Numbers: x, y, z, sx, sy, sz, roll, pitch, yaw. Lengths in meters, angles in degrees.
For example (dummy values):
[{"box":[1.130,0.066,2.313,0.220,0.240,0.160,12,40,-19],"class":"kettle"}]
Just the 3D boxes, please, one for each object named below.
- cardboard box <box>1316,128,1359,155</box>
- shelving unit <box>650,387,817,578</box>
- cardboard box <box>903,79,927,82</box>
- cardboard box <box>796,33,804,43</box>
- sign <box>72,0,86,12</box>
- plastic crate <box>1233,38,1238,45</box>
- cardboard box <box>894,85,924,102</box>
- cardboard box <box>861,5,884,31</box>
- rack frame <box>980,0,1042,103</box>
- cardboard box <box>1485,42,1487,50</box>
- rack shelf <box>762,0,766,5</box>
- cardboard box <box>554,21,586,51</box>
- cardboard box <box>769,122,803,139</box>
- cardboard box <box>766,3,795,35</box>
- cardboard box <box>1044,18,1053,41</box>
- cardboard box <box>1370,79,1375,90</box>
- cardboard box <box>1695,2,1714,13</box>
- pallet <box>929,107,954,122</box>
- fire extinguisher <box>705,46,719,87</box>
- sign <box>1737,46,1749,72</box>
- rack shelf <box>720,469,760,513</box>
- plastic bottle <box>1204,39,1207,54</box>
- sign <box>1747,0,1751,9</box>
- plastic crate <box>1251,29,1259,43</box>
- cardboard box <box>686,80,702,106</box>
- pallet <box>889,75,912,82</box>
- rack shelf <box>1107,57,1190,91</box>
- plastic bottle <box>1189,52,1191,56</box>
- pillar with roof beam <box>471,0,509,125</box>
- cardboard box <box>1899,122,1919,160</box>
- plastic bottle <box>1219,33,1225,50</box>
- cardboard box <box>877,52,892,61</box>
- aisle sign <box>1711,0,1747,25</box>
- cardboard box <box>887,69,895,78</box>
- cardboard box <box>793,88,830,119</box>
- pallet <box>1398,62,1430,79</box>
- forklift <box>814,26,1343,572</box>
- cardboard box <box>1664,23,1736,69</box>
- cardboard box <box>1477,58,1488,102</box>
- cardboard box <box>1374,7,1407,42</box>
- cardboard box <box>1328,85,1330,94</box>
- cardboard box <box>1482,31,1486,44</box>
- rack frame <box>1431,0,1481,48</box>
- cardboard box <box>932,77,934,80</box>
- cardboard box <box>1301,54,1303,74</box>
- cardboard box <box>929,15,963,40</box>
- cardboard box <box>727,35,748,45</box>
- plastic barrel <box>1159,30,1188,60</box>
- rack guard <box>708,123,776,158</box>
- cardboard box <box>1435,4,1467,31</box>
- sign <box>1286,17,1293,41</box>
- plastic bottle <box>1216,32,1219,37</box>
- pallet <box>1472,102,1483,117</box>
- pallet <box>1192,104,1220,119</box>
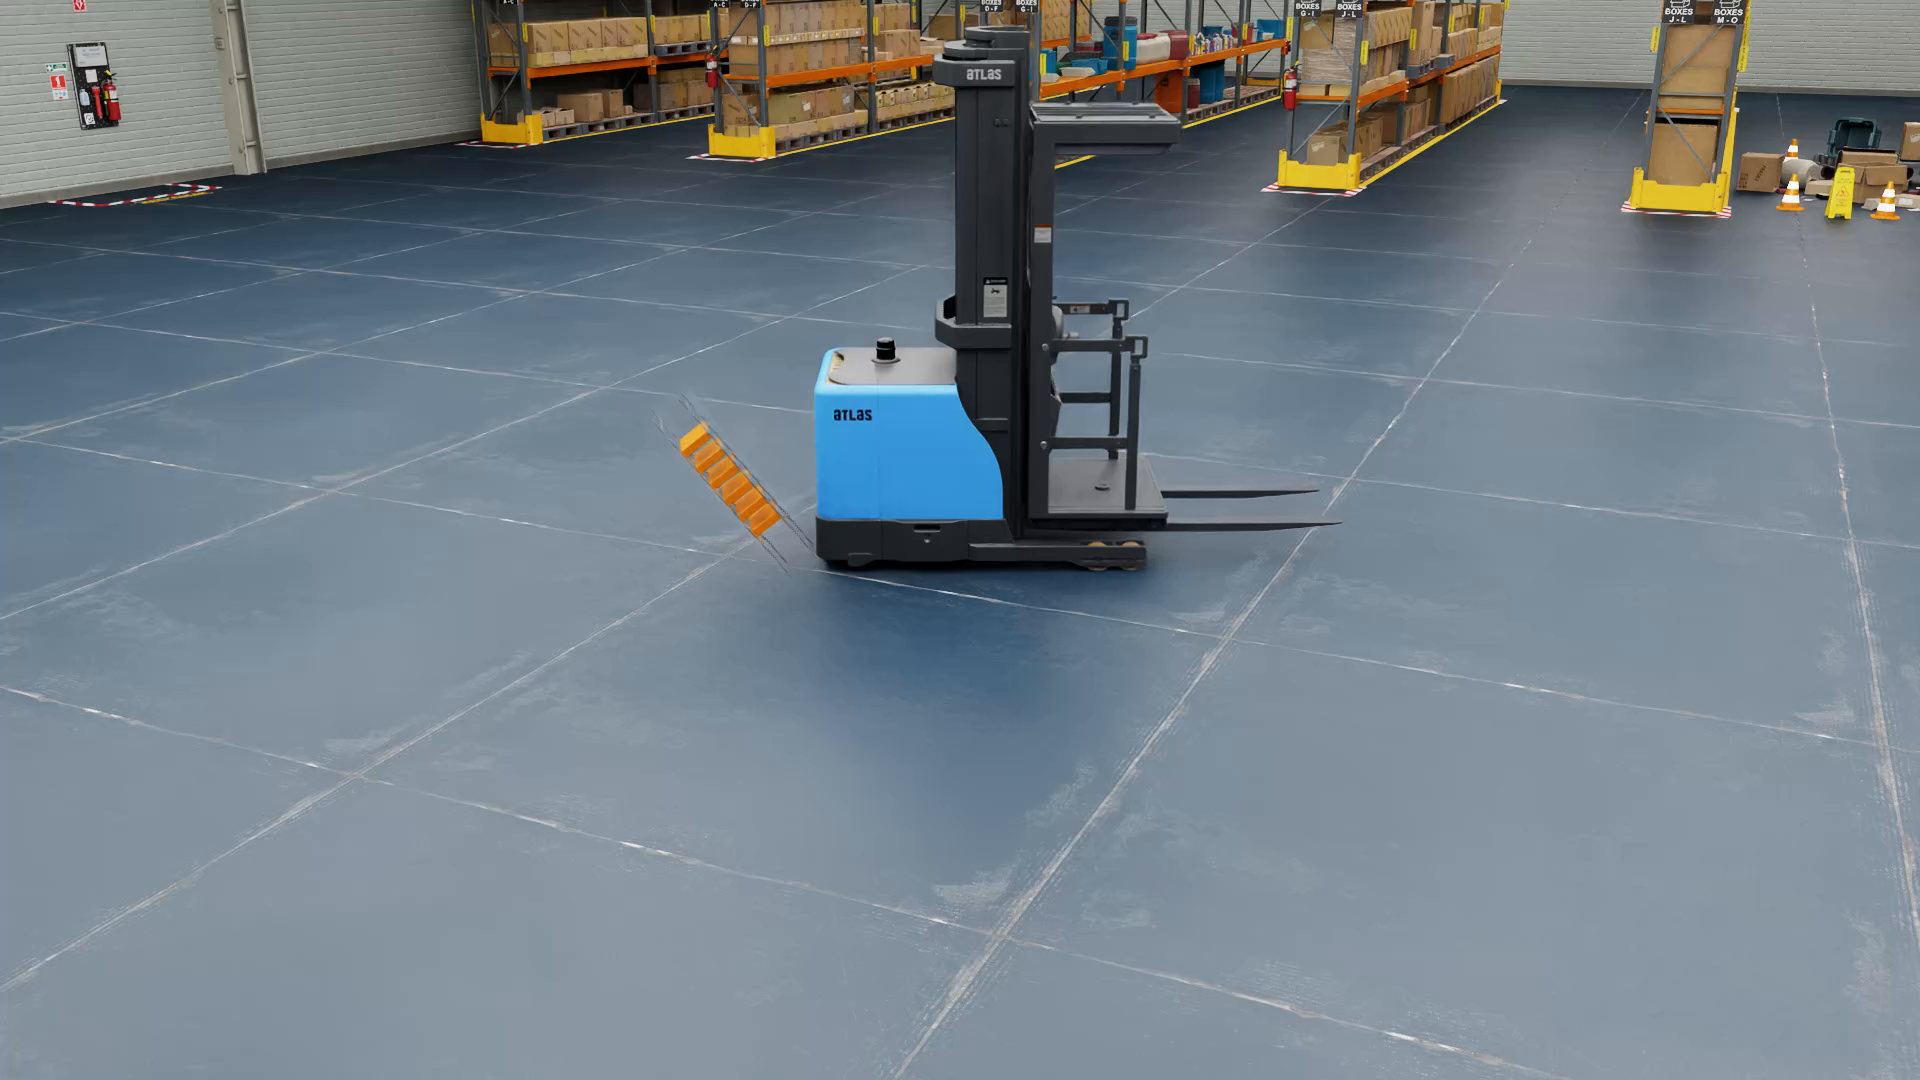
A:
[{"box":[5.794,-6.066,25.654,0.500,0.500,0.500,15,25,37],"class":"cardboard box"},{"box":[-1.250,-0.311,9.236,0.189,1.200,0.258,-38,22,3],"class":"shelving unit"},{"box":[-0.933,-9.523,34.910,0.500,0.311,0.500,9,22,25],"class":"cardboard box"},{"box":[-2.948,-8.790,29.090,0.380,0.149,0.250,8,21,21],"class":"cardboard box"},{"box":[-12.348,-7.561,23.293,0.001,0.298,0.199,9,21,23],"class":"sign"},{"box":[6.026,-11.045,36.853,0.396,0.136,0.243,9,21,23],"class":"plastic crate"},{"box":[-1.064,-8.982,33.389,0.500,0.311,0.500,9,22,24],"class":"cardboard box"},{"box":[-2.504,-13.129,41.961,0.980,0.700,0.700,7,21,20],"class":"cardboard box"},{"box":[0.791,-7.350,26.159,1.000,3.000,0.127,9,21,23],"class":"rack frame"},{"box":[11.073,-10.585,35.630,0.380,0.149,0.250,8,21,22],"class":"cardboard box"},{"box":[-2.908,-9.716,29.411,1.077,0.370,4.000,9,21,23],"class":"rack shelf"},{"box":[-7.349,-9.413,31.035,0.500,0.500,0.500,8,21,21],"class":"cardboard box"},{"box":[-3.103,-7.220,29.270,0.500,0.250,0.500,9,21,23],"class":"cardboard box"},{"box":[-3.292,-9.008,28.735,0.700,0.500,0.500,8,21,21],"class":"cardboard box"},{"box":[1.851,-12.022,39.146,0.500,0.500,0.500,9,21,24],"class":"cardboard box"},{"box":[6.149,-6.989,25.520,0.380,0.149,0.250,9,21,23],"class":"cardboard box"},{"box":[14.653,-10.466,32.837,0.500,0.500,0.500,8,21,21],"class":"cardboard box"},{"box":[-0.824,-8.916,34.725,1.003,0.211,1.213,9,21,23],"class":"pallet"},{"box":[-4.199,-8.022,28.164,0.296,0.674,0.183,9,21,23],"class":"fire extinguisher"},{"box":[10.297,-6.326,21.870,0.100,0.325,0.005,9,21,23],"class":"sign"},{"box":[-1.224,-0.279,9.253,0.180,0.103,0.258,-38,22,3],"class":"rack shelf"},{"box":[5.053,-10.175,34.278,0.061,0.283,0.133,9,21,23],"class":"plastic bottle"},{"box":[16.843,-11.462,35.523,0.100,0.325,0.005,9,21,23],"class":"sign"},{"box":[6.498,-11.432,37.725,0.437,0.282,0.530,9,21,23],"class":"plastic crate"},{"box":[-5.912,-9.504,35.291,0.700,0.500,0.500,9,21,23],"class":"cardboard box"},{"box":[-1.952,-12.031,43.485,1.003,0.211,1.213,9,21,23],"class":"pallet"},{"box":[3.248,-8.845,31.437,1.077,0.370,4.000,9,21,23],"class":"rack shelf"},{"box":[4.539,-9.825,33.304,0.152,0.276,0.135,9,21,23],"class":"plastic bottle"},{"box":[-4.823,-11.278,28.251,9.100,9.000,0.400,9,21,23],"class":"pillar with roof beam"},{"box":[14.352,-5.947,24.816,0.500,0.500,0.500,9,21,23],"class":"cardboard box"},{"box":[5.551,-10.613,35.407,0.144,0.351,0.185,9,21,23],"class":"plastic bottle"},{"box":[-1.540,-9.378,32.237,0.380,0.149,0.250,9,21,23],"class":"cardboard box"},{"box":[10.038,-7.121,21.635,0.394,0.787,0.004,9,21,23],"class":"aisle sign"},{"box":[-2.096,-12.240,43.013,0.700,0.500,0.500,8,21,23],"class":"cardboard box"},{"box":[-2.688,-7.878,30.002,0.500,0.500,0.500,9,21,23],"class":"cardboard box"},{"box":[7.393,-8.016,28.320,1.003,0.211,1.213,9,21,23],"class":"pallet"},{"box":[0.690,-1.379,9.472,3.031,2.935,1.130,0,20,-1],"class":"forklift"},{"box":[9.980,-6.646,22.346,0.875,0.550,0.550,9,21,23],"class":"cardboard box"},{"box":[10.935,-10.001,36.159,0.875,0.875,0.875,9,21,23],"class":"cardboard box"},{"box":[6.810,-8.223,26.529,0.500,0.500,0.500,9,21,23],"class":"cardboard box"},{"box":[5.341,-6.744,24.830,0.380,0.149,0.250,9,21,23],"class":"cardboard box"},{"box":[10.863,-10.667,35.267,0.500,0.250,0.500,8,21,22],"class":"cardboard box"},{"box":[10.223,-10.339,34.563,1.000,3.000,0.127,9,21,23],"class":"rack frame"},{"box":[-0.282,-9.824,36.190,0.500,0.500,0.500,9,22,25],"class":"cardboard box"},{"box":[5.655,-7.191,25.120,0.875,0.500,0.500,9,21,23],"class":"cardboard box"},{"box":[-0.296,-10.929,35.448,0.700,0.500,0.500,2,20,4],"class":"cardboard box"},{"box":[-3.744,-8.526,28.350,0.380,0.149,0.250,8,21,22],"class":"cardboard box"},{"box":[4.153,-9.676,32.497,0.600,0.536,0.708,9,21,23],"class":"plastic barrel"},{"box":[-3.737,-6.846,28.472,1.175,0.500,0.348,9,21,23],"class":"rack guard"},{"box":[9.678,-10.454,33.241,0.797,0.503,0.637,9,21,23],"class":"cardboard box"},{"box":[4.811,-7.447,24.233,0.100,0.325,0.005,9,21,23],"class":"sign"},{"box":[5.495,-10.689,35.622,0.144,0.351,0.185,9,21,23],"class":"plastic bottle"},{"box":[10.606,-9.247,35.654,1.003,0.211,1.213,9,21,23],"class":"pallet"},{"box":[4.852,-9.100,35.242,1.003,0.211,1.213,9,21,23],"class":"pallet"}]
